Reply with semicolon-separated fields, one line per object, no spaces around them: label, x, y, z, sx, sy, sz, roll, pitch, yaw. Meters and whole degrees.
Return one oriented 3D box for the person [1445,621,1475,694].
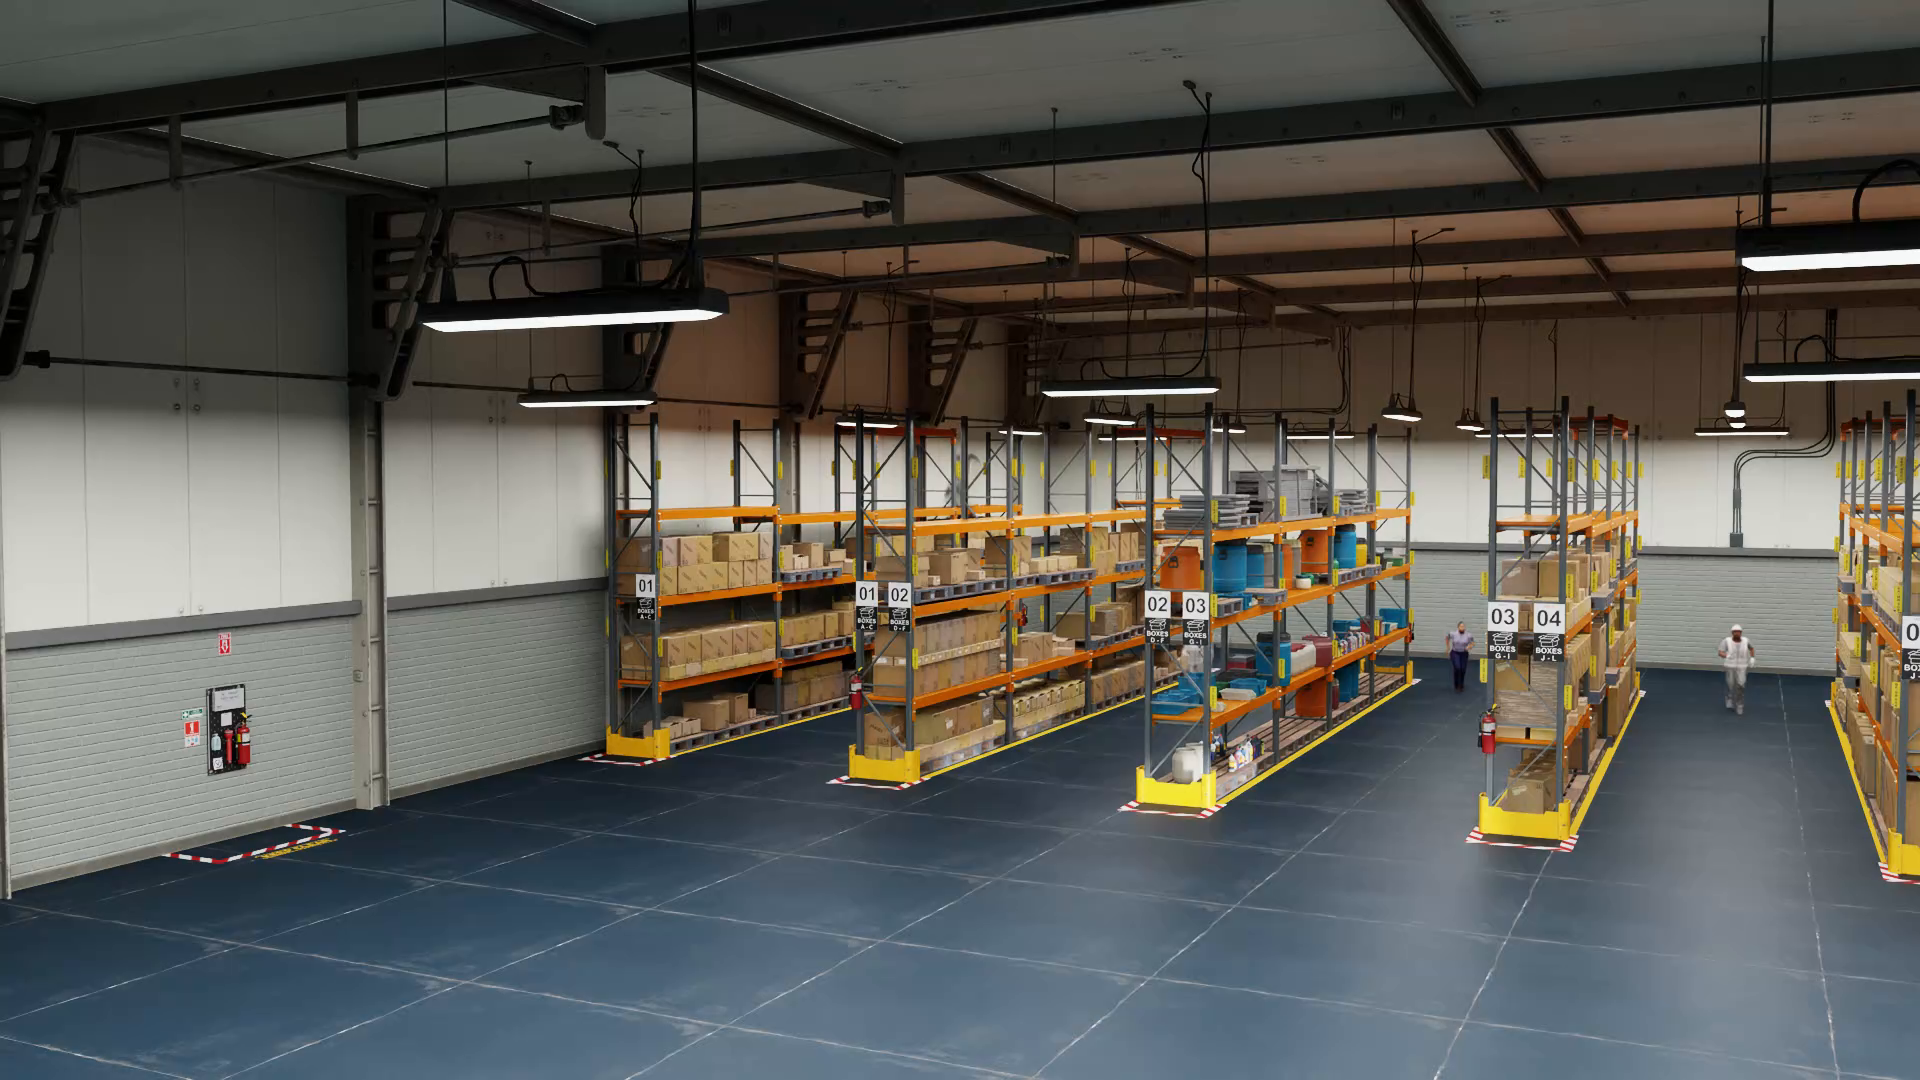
person;11.279;2.642;37.510;0.628;1.658;0.824;0;2;10

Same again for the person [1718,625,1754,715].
person;16.057;2.665;34.413;0.704;1.832;0.850;1;3;18

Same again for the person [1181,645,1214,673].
person;5.036;2.674;35.411;0.649;1.638;0.731;1;3;23
